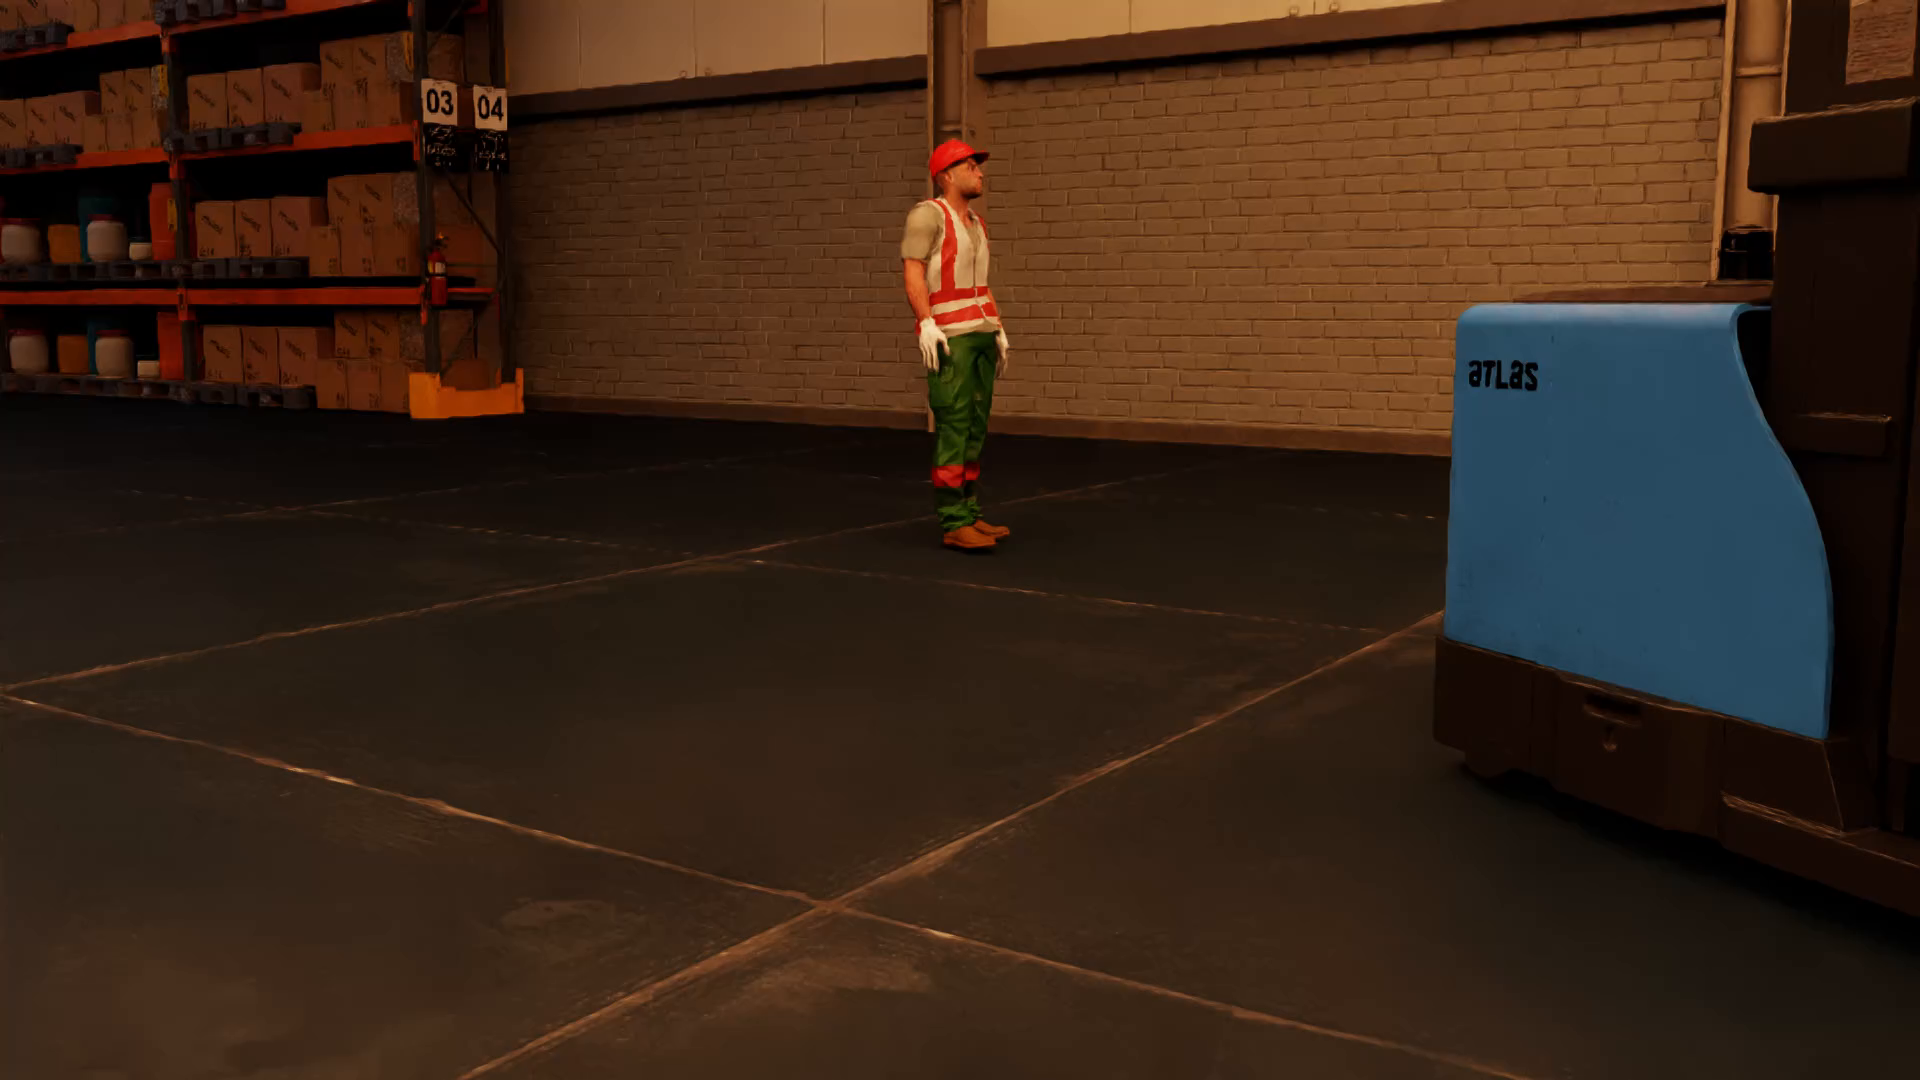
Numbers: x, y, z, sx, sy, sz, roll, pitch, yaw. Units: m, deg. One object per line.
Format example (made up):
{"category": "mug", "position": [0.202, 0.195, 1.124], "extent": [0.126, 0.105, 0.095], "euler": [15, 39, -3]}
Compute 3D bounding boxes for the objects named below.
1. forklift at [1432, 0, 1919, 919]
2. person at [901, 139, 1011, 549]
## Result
{"category": "forklift", "position": [2.164, -0.763, 2.555], "extent": [1.130, 2.935, 3.031], "euler": [-4, 9, -24]}
{"category": "person", "position": [0.061, -0.883, 7.424], "extent": [0.563, 1.783, 0.637], "euler": [5, 10, 34]}
